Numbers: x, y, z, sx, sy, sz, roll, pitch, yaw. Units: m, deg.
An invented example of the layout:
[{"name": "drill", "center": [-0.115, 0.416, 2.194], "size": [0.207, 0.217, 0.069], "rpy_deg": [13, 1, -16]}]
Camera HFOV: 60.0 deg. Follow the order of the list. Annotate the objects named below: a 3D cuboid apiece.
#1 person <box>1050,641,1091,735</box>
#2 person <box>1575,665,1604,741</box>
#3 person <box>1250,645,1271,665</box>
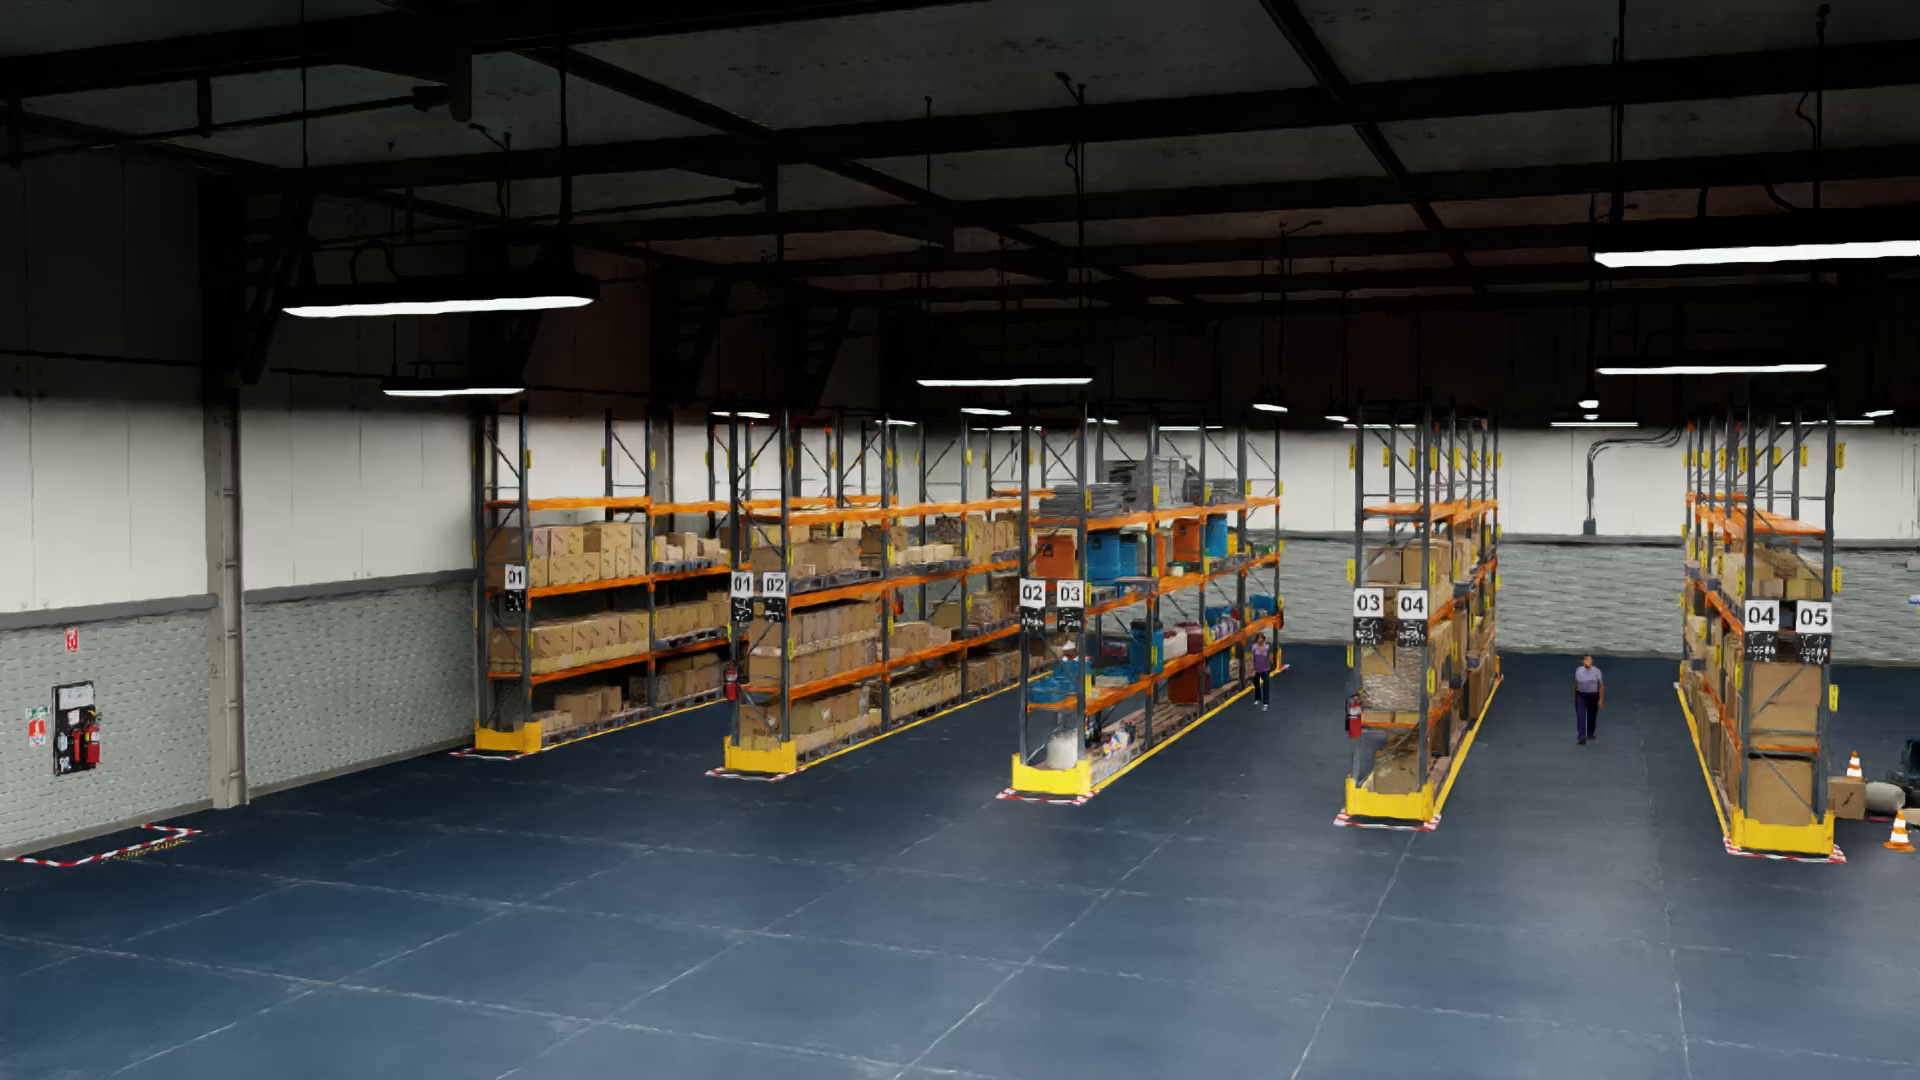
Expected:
[{"name": "person", "center": [2.063, 2.680, 30.057], "size": [0.574, 1.729, 0.939], "rpy_deg": [2, 4, 38]}, {"name": "person", "center": [11.086, 2.845, 29.321], "size": [0.479, 1.361, 0.823], "rpy_deg": [1, 3, 20]}, {"name": "person", "center": [6.009, 2.342, 33.270], "size": [0.411, 0.521, 0.342], "rpy_deg": [1, 3, 13]}]
